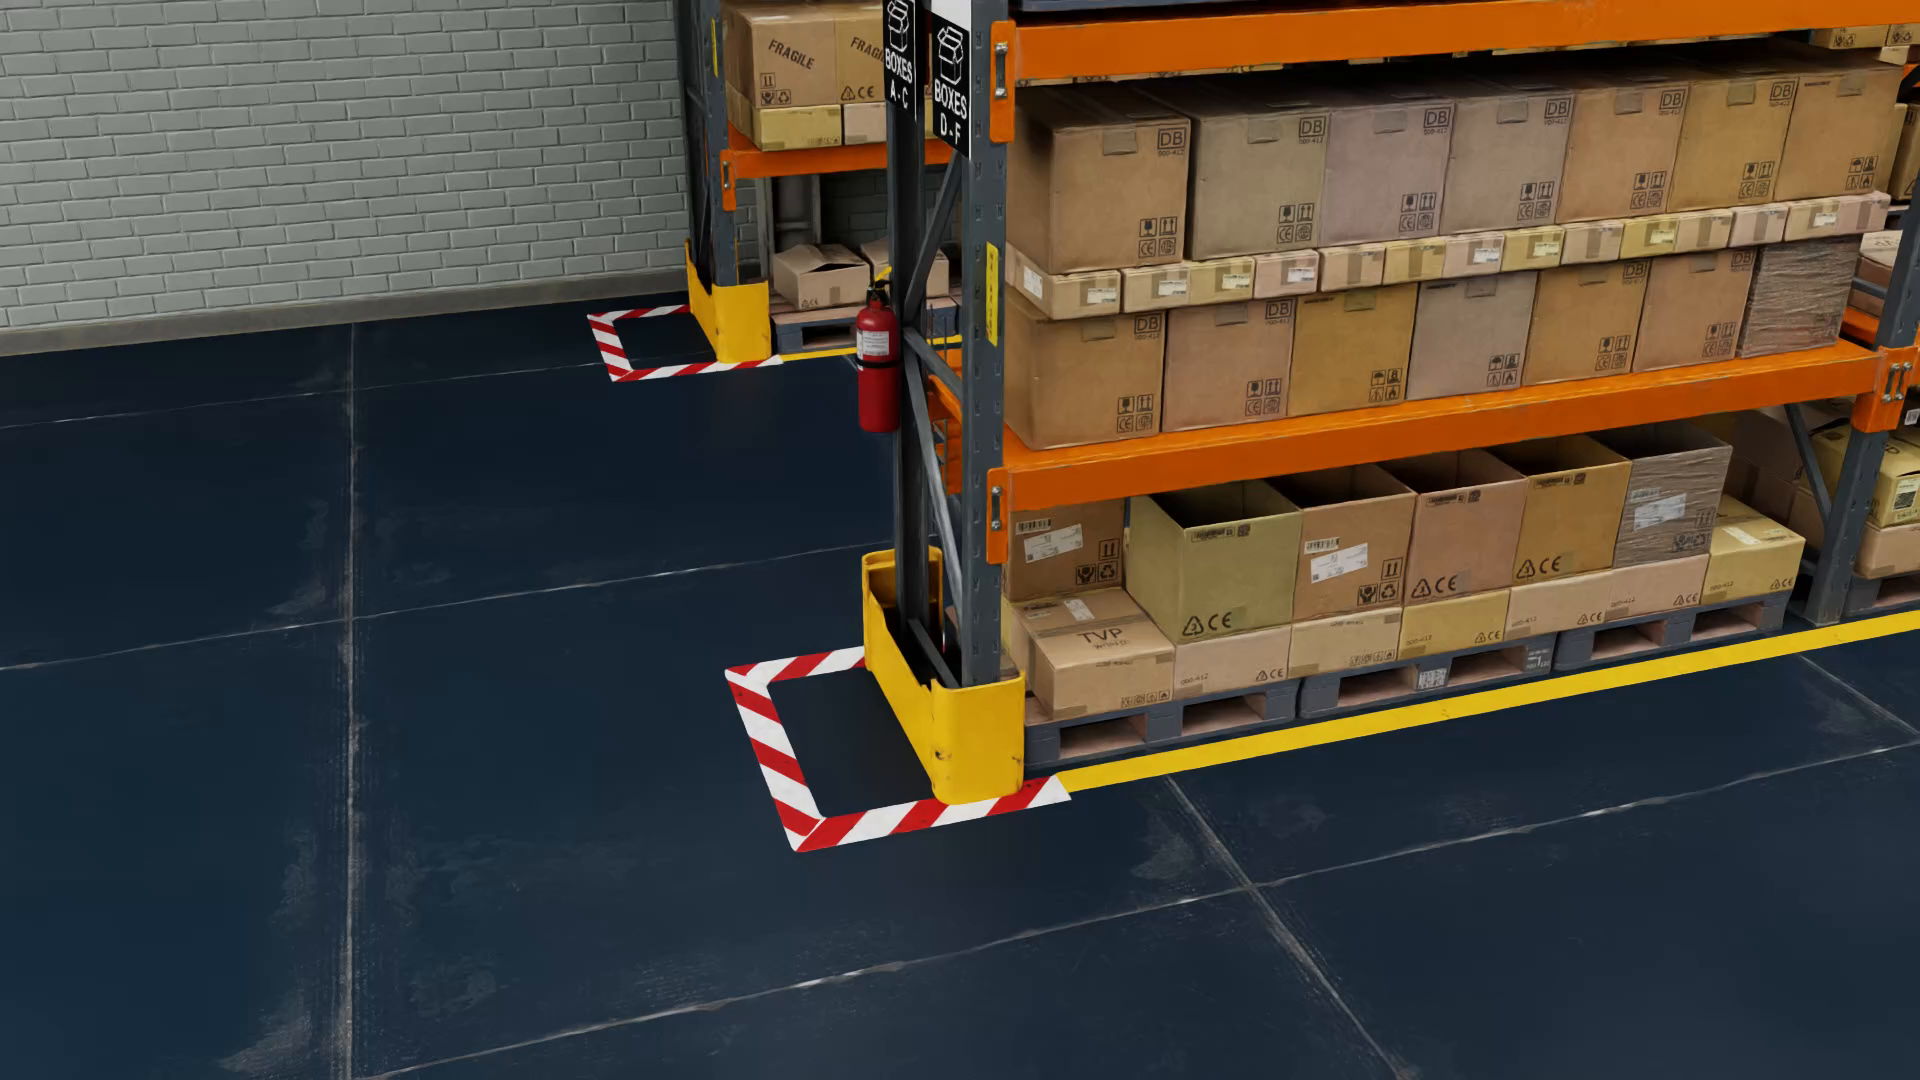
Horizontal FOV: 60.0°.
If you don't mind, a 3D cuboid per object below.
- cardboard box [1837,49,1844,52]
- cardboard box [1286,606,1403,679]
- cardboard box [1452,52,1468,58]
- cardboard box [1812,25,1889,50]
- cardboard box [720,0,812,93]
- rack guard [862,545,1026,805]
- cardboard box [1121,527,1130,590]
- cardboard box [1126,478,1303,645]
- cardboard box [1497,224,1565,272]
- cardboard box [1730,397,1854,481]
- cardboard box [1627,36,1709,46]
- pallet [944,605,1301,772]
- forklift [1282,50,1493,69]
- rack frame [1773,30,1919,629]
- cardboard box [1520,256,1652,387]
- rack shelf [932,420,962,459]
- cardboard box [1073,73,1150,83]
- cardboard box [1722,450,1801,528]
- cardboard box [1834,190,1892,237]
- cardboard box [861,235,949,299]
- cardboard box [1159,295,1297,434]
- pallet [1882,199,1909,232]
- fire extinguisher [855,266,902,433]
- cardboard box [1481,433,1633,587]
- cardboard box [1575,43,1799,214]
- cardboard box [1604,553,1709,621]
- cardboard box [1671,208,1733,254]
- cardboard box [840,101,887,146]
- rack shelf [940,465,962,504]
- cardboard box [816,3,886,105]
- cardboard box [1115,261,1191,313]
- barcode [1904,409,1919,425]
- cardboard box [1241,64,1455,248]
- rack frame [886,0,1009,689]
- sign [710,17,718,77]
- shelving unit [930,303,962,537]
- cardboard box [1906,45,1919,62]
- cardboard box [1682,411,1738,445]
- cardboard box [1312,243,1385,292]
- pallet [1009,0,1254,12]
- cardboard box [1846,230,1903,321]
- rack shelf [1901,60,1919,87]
[{"bbox_3d":[6.392,-3.654,12.496,0.250,0.149,0.380,-9,28,-17],"label":"cardboard box"},{"bbox_3d":[1.467,0.310,6.871,0.500,0.250,0.500,-8,28,-16],"label":"cardboard box"},{"bbox_3d":[3.232,-3.630,11.582,0.500,0.500,0.700,-5,27,-11],"label":"cardboard box"},{"bbox_3d":[6.548,-3.955,12.375,0.500,0.500,0.500,-7,27,-15],"label":"cardboard box"},{"bbox_3d":[-1.217,-3.141,10.506,0.500,0.500,0.500,-9,28,-17],"label":"cardboard box"},{"bbox_3d":[-0.085,0.509,6.663,0.348,0.500,1.175,-8,28,-16],"label":"rack guard"},{"bbox_3d":[0.828,0.157,7.181,0.500,0.250,0.500,-8,28,-16],"label":"cardboard box"},{"bbox_3d":[0.992,0.044,6.565,0.500,0.500,0.500,-8,28,-16],"label":"cardboard box"},{"bbox_3d":[2.090,-1.160,6.372,0.250,0.149,0.380,-7,27,-14],"label":"cardboard box"},{"bbox_3d":[4.038,-0.550,7.973,0.500,0.311,0.500,-8,28,-16],"label":"cardboard box"},{"bbox_3d":[5.041,-3.894,12.114,0.500,0.500,0.700,-11,28,-21],"label":"cardboard box"},{"bbox_3d":[0.652,0.512,6.982,1.213,0.211,1.003,-8,28,-16],"label":"pallet"},{"bbox_3d":[2.526,-2.064,9.111,3.031,2.935,1.130,-17,31,-30],"label":"forklift"},{"bbox_3d":[3.742,-1.165,7.223,0.127,3.000,1.000,-8,28,-16],"label":"rack frame"},{"bbox_3d":[2.344,-1.003,6.785,0.500,0.500,0.700,-8,27,-15],"label":"cardboard box"},{"bbox_3d":[-0.014,-0.496,7.999,0.180,0.103,0.258,-8,28,-16],"label":"rack shelf"},{"bbox_3d":[0.895,-3.205,10.635,0.500,0.500,0.500,-9,28,-18],"label":"cardboard box"},{"bbox_3d":[4.046,-0.301,8.103,0.500,0.250,0.500,-9,28,-17],"label":"cardboard box"},{"bbox_3d":[3.549,-1.372,6.799,0.250,0.149,0.380,-8,28,-16],"label":"cardboard box"},{"bbox_3d":[-0.372,-1.837,11.105,0.500,0.311,0.500,-6,27,-12],"label":"cardboard box"},{"bbox_3d":[0.884,-0.792,6.360,0.500,0.500,0.700,-8,27,-15],"label":"cardboard box"},{"bbox_3d":[6.780,-2.637,13.325,1.213,0.211,1.003,-8,28,-16],"label":"pallet"},{"bbox_3d":[-0.318,-0.760,6.494,0.183,0.674,0.296,-8,28,-16],"label":"fire extinguisher"},{"bbox_3d":[2.415,-0.167,6.989,0.500,0.500,0.500,-8,28,-16],"label":"cardboard box"},{"bbox_3d":[2.842,-1.657,6.643,0.500,0.500,0.700,-8,28,-16],"label":"cardboard box"},{"bbox_3d":[2.890,0.099,7.296,0.500,0.250,0.500,-8,28,-16],"label":"cardboard box"},{"bbox_3d":[2.816,-1.265,6.584,0.250,0.149,0.380,-8,28,-16],"label":"cardboard box"},{"bbox_3d":[-0.548,-2.660,10.382,0.500,0.250,0.500,-9,28,-18],"label":"cardboard box"},{"bbox_3d":[-0.014,-0.281,8.106,0.180,0.103,0.258,-8,28,-16],"label":"rack shelf"},{"bbox_3d":[-0.579,-2.988,10.199,0.500,0.500,0.500,-8,28,-16],"label":"cardboard box"},{"bbox_3d":[0.628,-0.950,5.948,0.250,0.149,0.380,-9,28,-17],"label":"cardboard box"},{"bbox_3d":[4.113,-0.532,7.184,0.075,0.075,0.001,-8,28,-16],"label":"barcode"},{"bbox_3d":[1.414,-1.451,6.227,0.500,0.500,0.700,-8,28,-16],"label":"cardboard box"},{"bbox_3d":[-0.062,-0.614,6.114,0.127,3.000,1.000,-8,28,-16],"label":"rack frame"},{"bbox_3d":[-1.431,-2.867,9.677,0.005,0.325,0.100,-8,28,-16],"label":"sign"},{"bbox_3d":[-0.014,-0.535,7.979,0.189,1.200,0.258,-8,28,-16],"label":"shelving unit"},{"bbox_3d":[7.114,-3.772,12.735,0.250,0.149,0.380,-9,28,-17],"label":"cardboard box"},{"bbox_3d":[3.204,-0.526,7.713,0.500,0.500,0.500,-8,28,-16],"label":"cardboard box"},{"bbox_3d":[1.359,-1.055,6.161,0.250,0.149,0.380,-9,28,-18],"label":"cardboard box"},{"bbox_3d":[0.619,-2.005,5.641,1.213,0.211,1.003,-8,28,-16],"label":"pallet"},{"bbox_3d":[4.196,-1.184,7.430,0.500,0.250,0.500,-7,27,-13],"label":"cardboard box"},{"bbox_3d":[7.909,-3.763,13.265,4.000,0.370,1.077,-8,28,-16],"label":"rack shelf"}]
